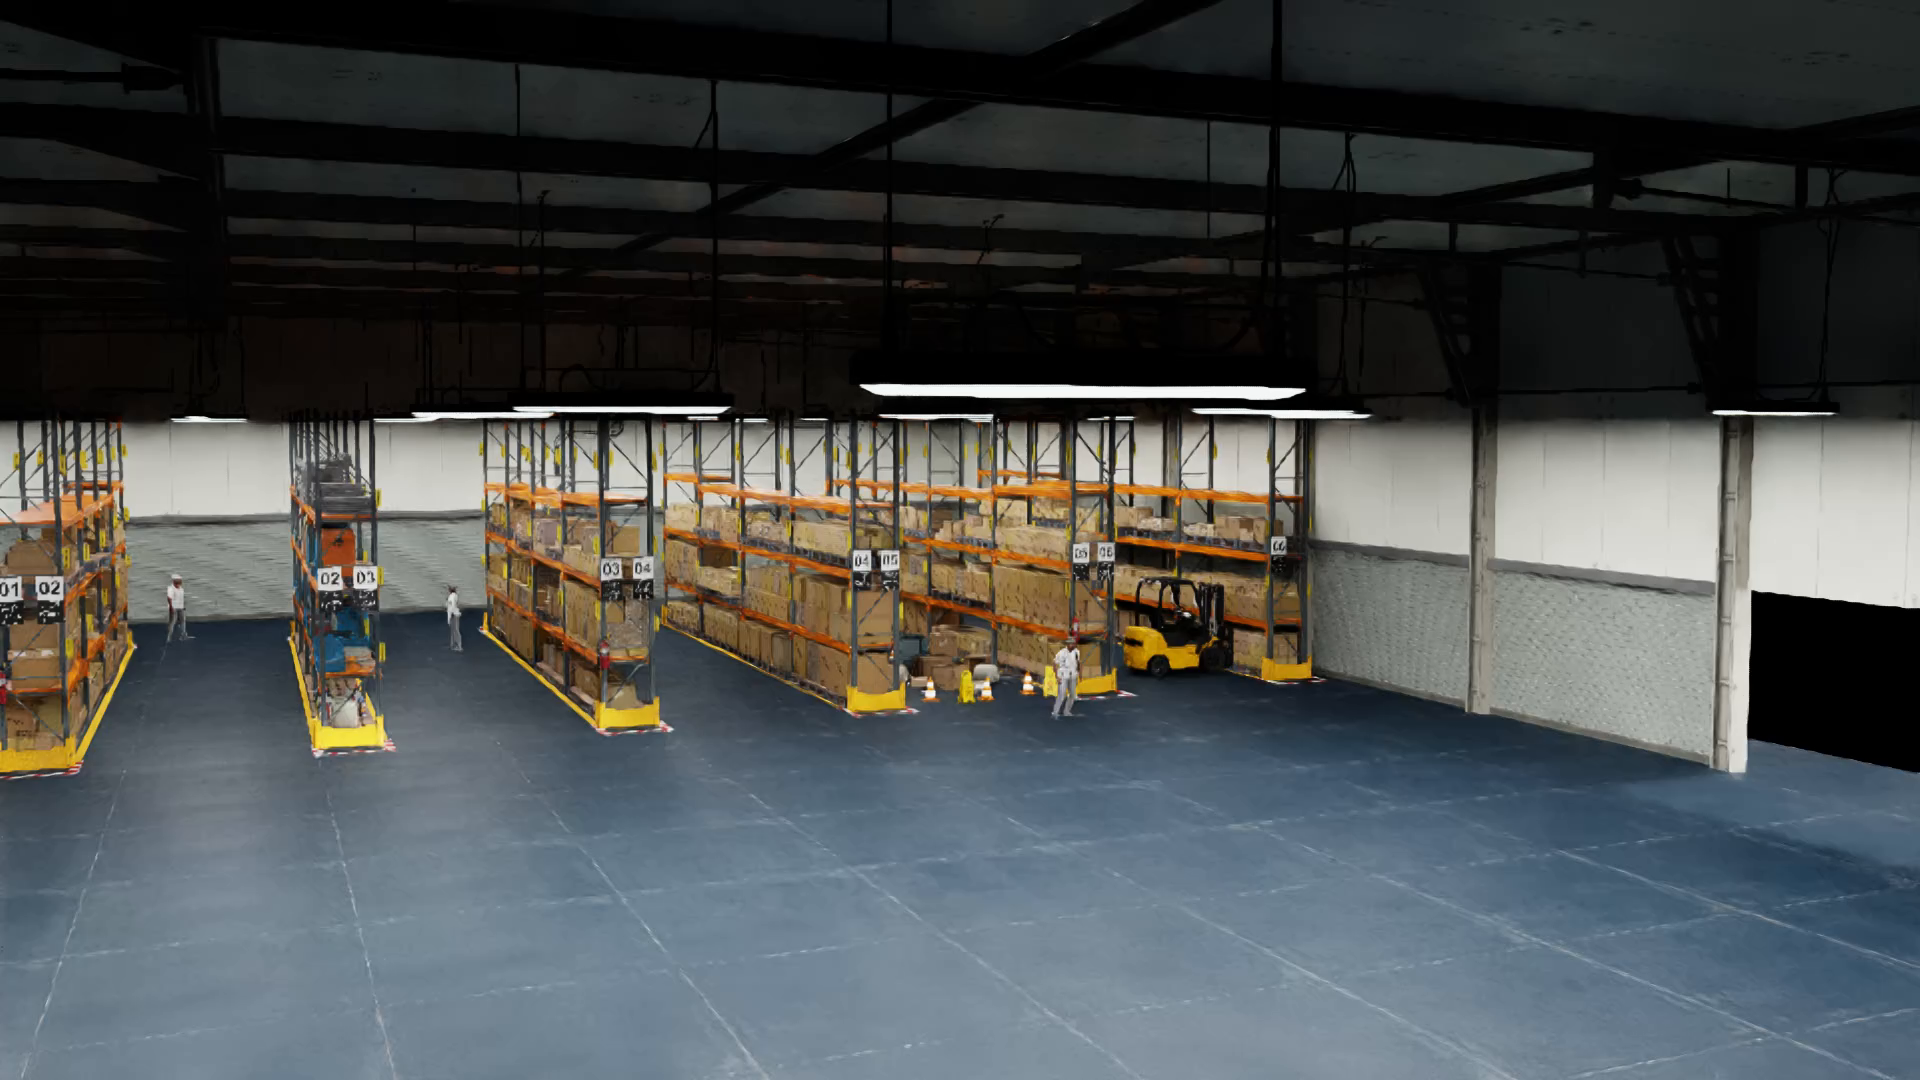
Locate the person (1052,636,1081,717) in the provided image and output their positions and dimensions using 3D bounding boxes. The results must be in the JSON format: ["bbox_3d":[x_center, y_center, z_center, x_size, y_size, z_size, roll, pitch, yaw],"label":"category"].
[{"bbox_3d":[2.084,2.656,32.313,0.581,1.624,0.532,-2,4,-25],"label":"person"}]

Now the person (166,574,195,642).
[{"bbox_3d":[-20.540,1.771,43.655,0.500,1.761,0.704,1,4,8],"label":"person"}]

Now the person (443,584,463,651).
[{"bbox_3d":[-12.804,1.940,41.923,0.509,1.668,0.564,0,4,-5],"label":"person"}]
